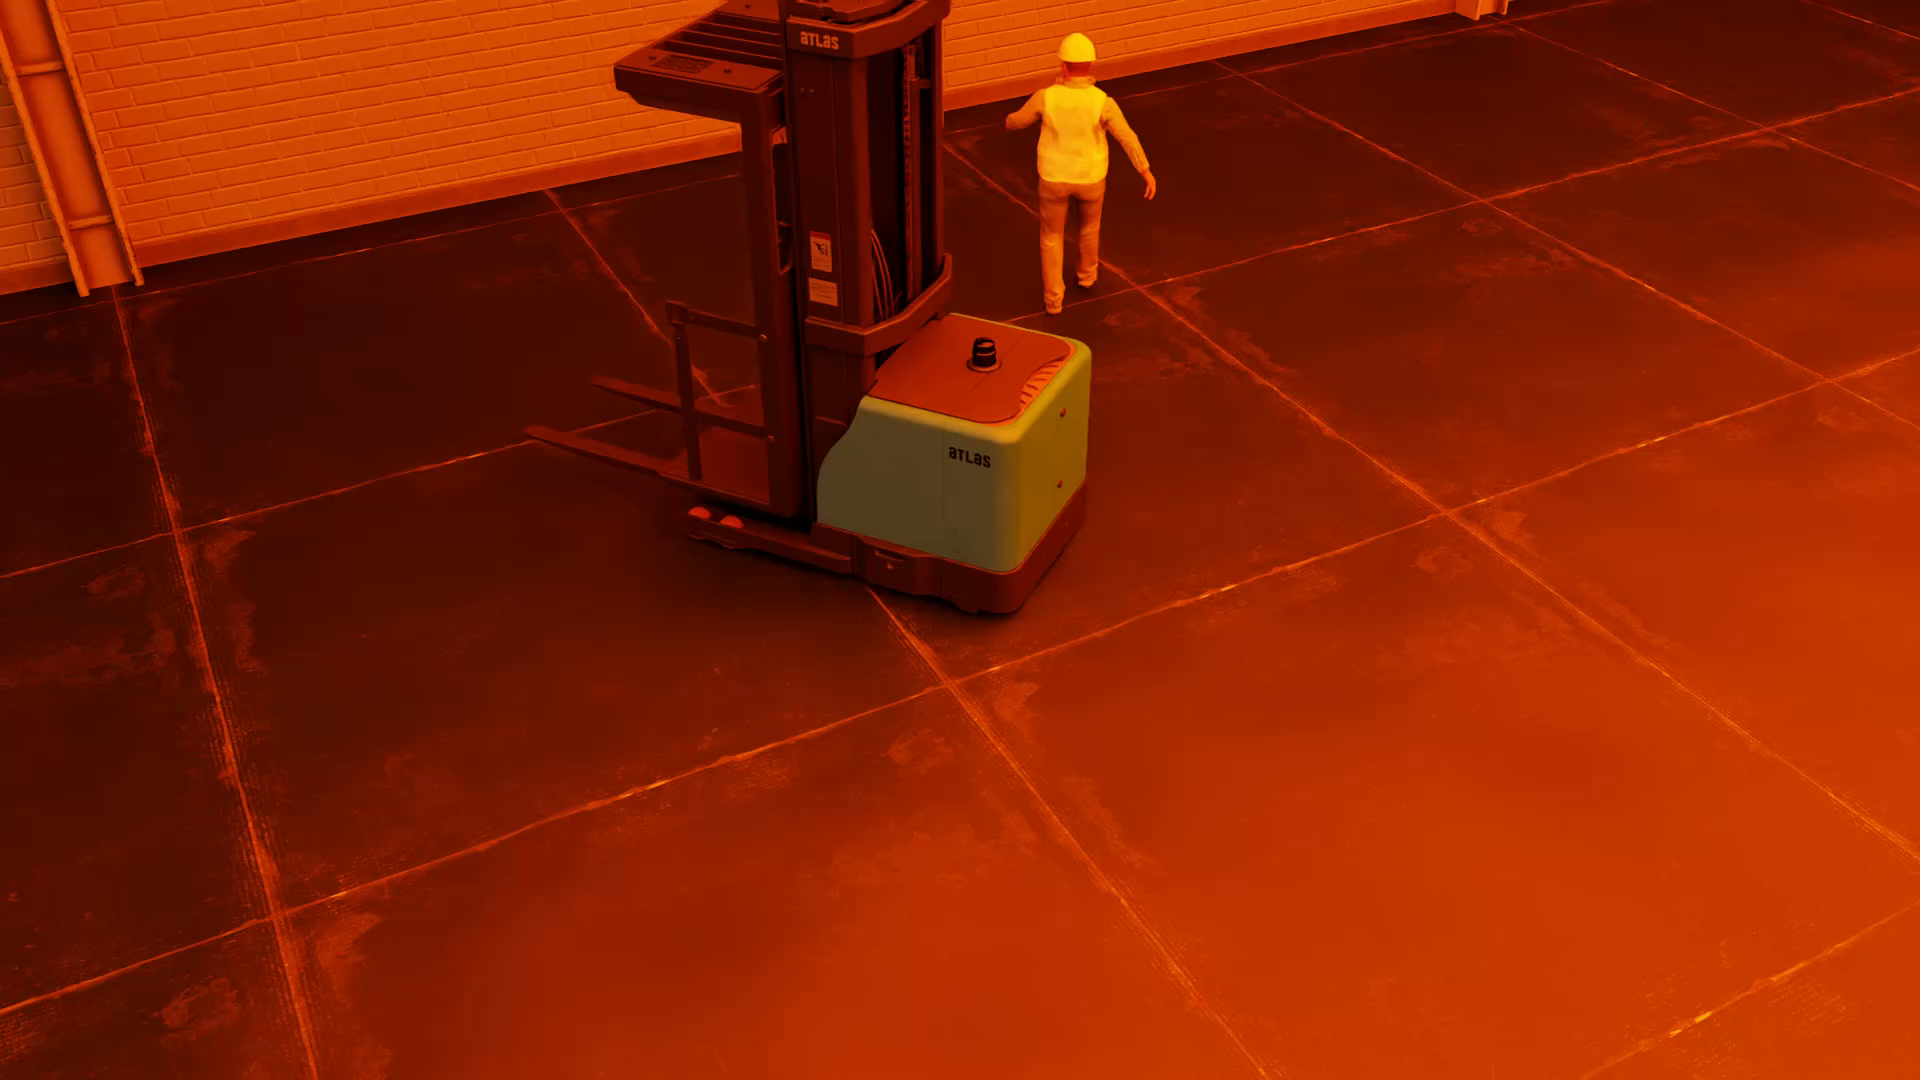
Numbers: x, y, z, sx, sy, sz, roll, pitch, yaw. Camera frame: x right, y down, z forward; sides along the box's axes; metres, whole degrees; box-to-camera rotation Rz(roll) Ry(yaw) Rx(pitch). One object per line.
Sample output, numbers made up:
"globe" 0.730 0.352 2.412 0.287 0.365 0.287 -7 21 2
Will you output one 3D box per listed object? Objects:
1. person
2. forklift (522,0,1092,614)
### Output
"person" 0.750 -2.334 10.477 0.967 1.764 0.721 3 35 4
"forklift" -0.894 -1.410 8.117 3.031 2.935 1.130 15 38 21
